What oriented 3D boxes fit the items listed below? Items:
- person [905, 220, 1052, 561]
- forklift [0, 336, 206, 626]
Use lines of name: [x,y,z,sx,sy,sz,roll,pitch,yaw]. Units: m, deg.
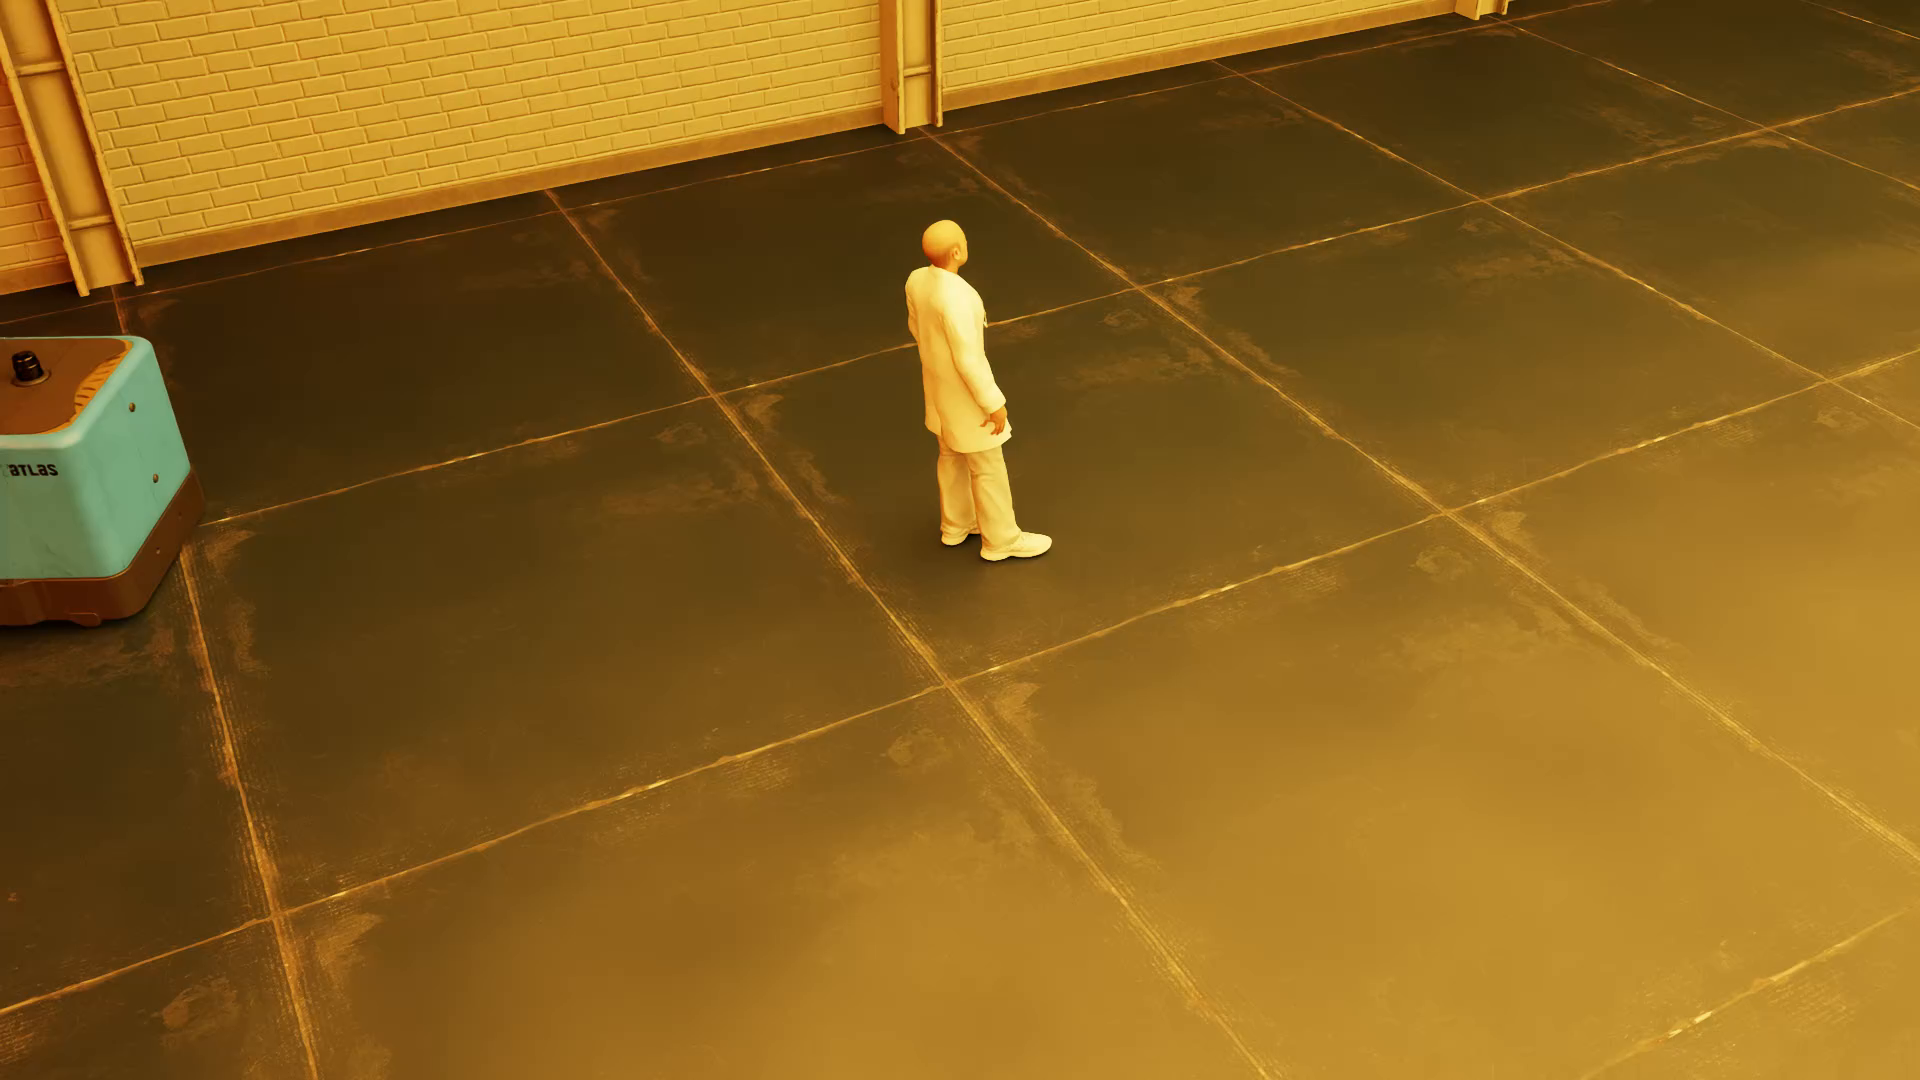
person: [0.082,-0.754,8.176,0.581,1.775,0.696,-17,39,-23]
forklift: [-5.486,-1.038,7.592,3.031,2.935,1.130,-1,35,-1]
